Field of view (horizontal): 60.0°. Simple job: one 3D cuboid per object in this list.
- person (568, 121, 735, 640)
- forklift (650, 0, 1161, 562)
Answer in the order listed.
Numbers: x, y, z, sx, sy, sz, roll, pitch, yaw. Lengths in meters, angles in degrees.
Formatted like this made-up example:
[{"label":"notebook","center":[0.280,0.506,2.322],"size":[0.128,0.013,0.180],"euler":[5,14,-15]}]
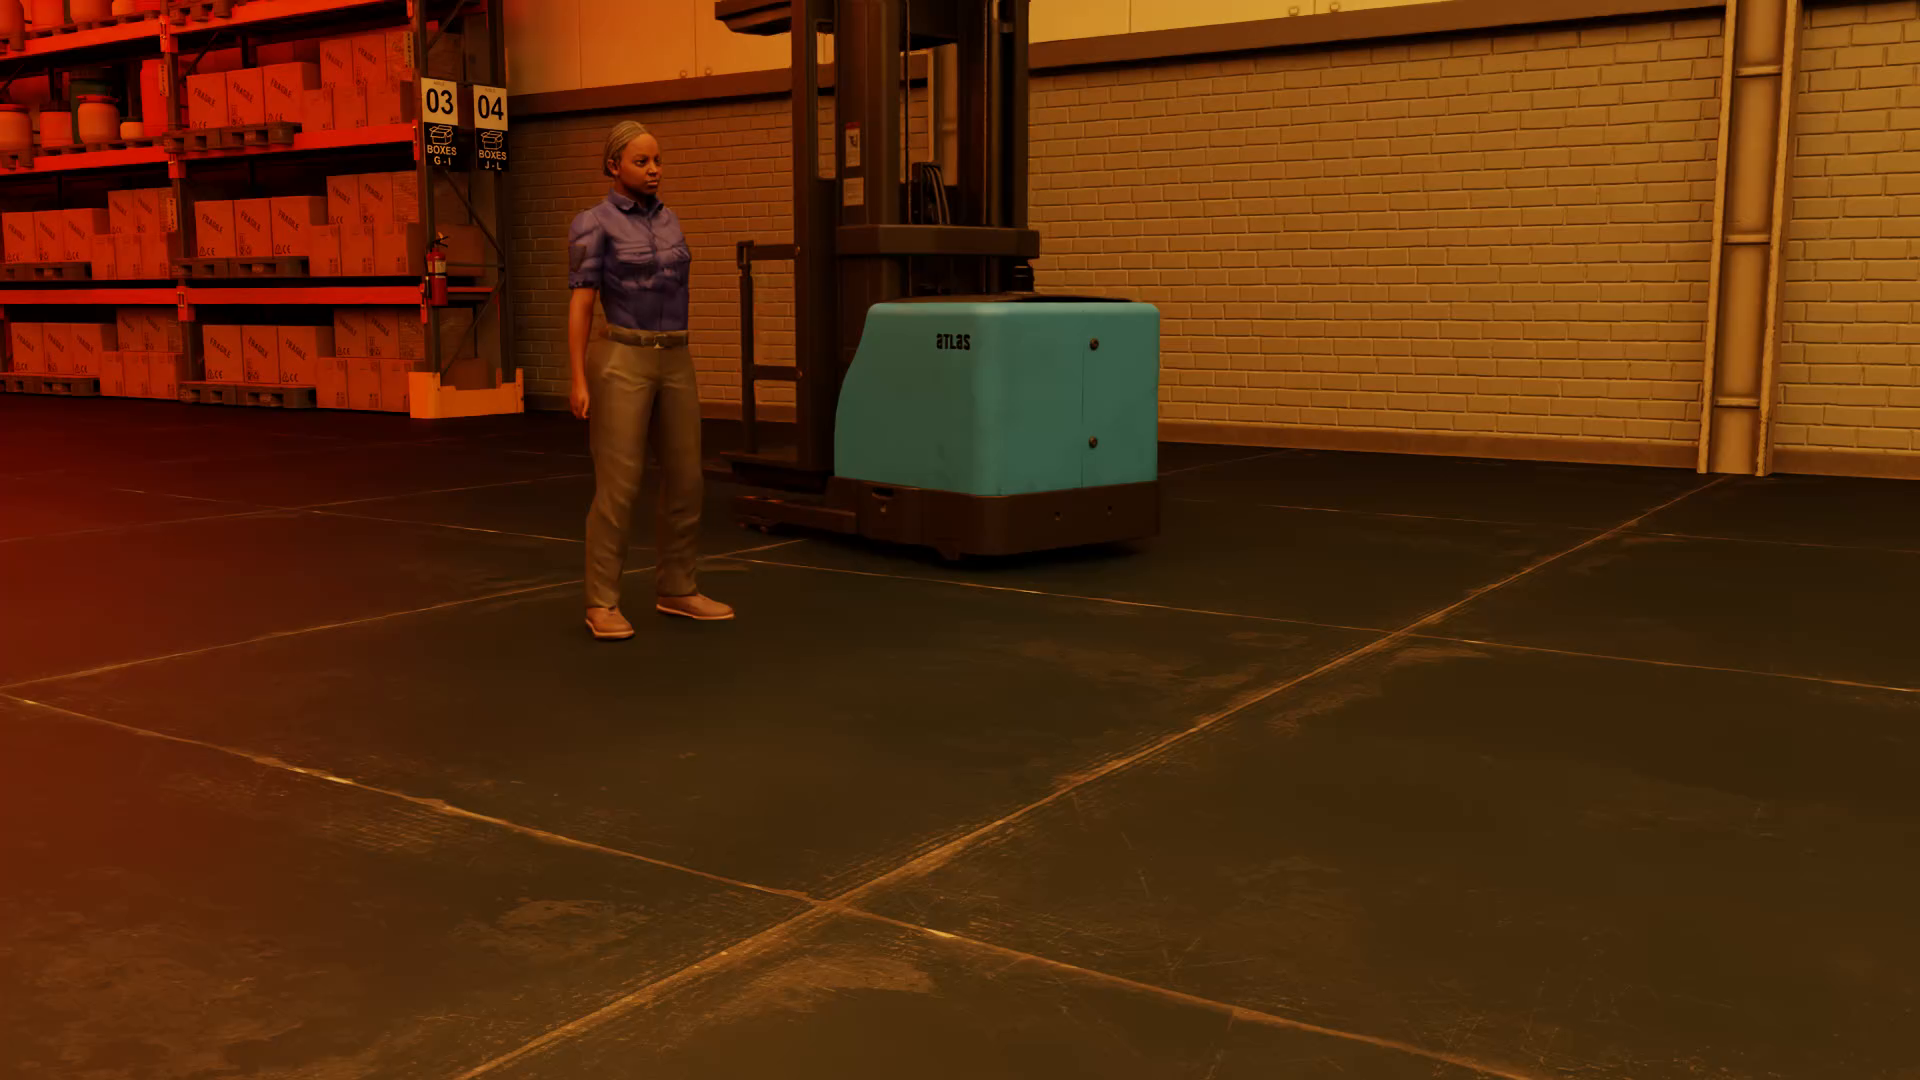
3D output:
[{"label":"person","center":[-1.049,-0.529,5.487],"size":[0.318,1.663,0.567],"euler":[7,11,40]},{"label":"forklift","center":[-0.455,-1.521,7.888],"size":[1.130,2.935,3.031],"euler":[-7,10,-39]}]
